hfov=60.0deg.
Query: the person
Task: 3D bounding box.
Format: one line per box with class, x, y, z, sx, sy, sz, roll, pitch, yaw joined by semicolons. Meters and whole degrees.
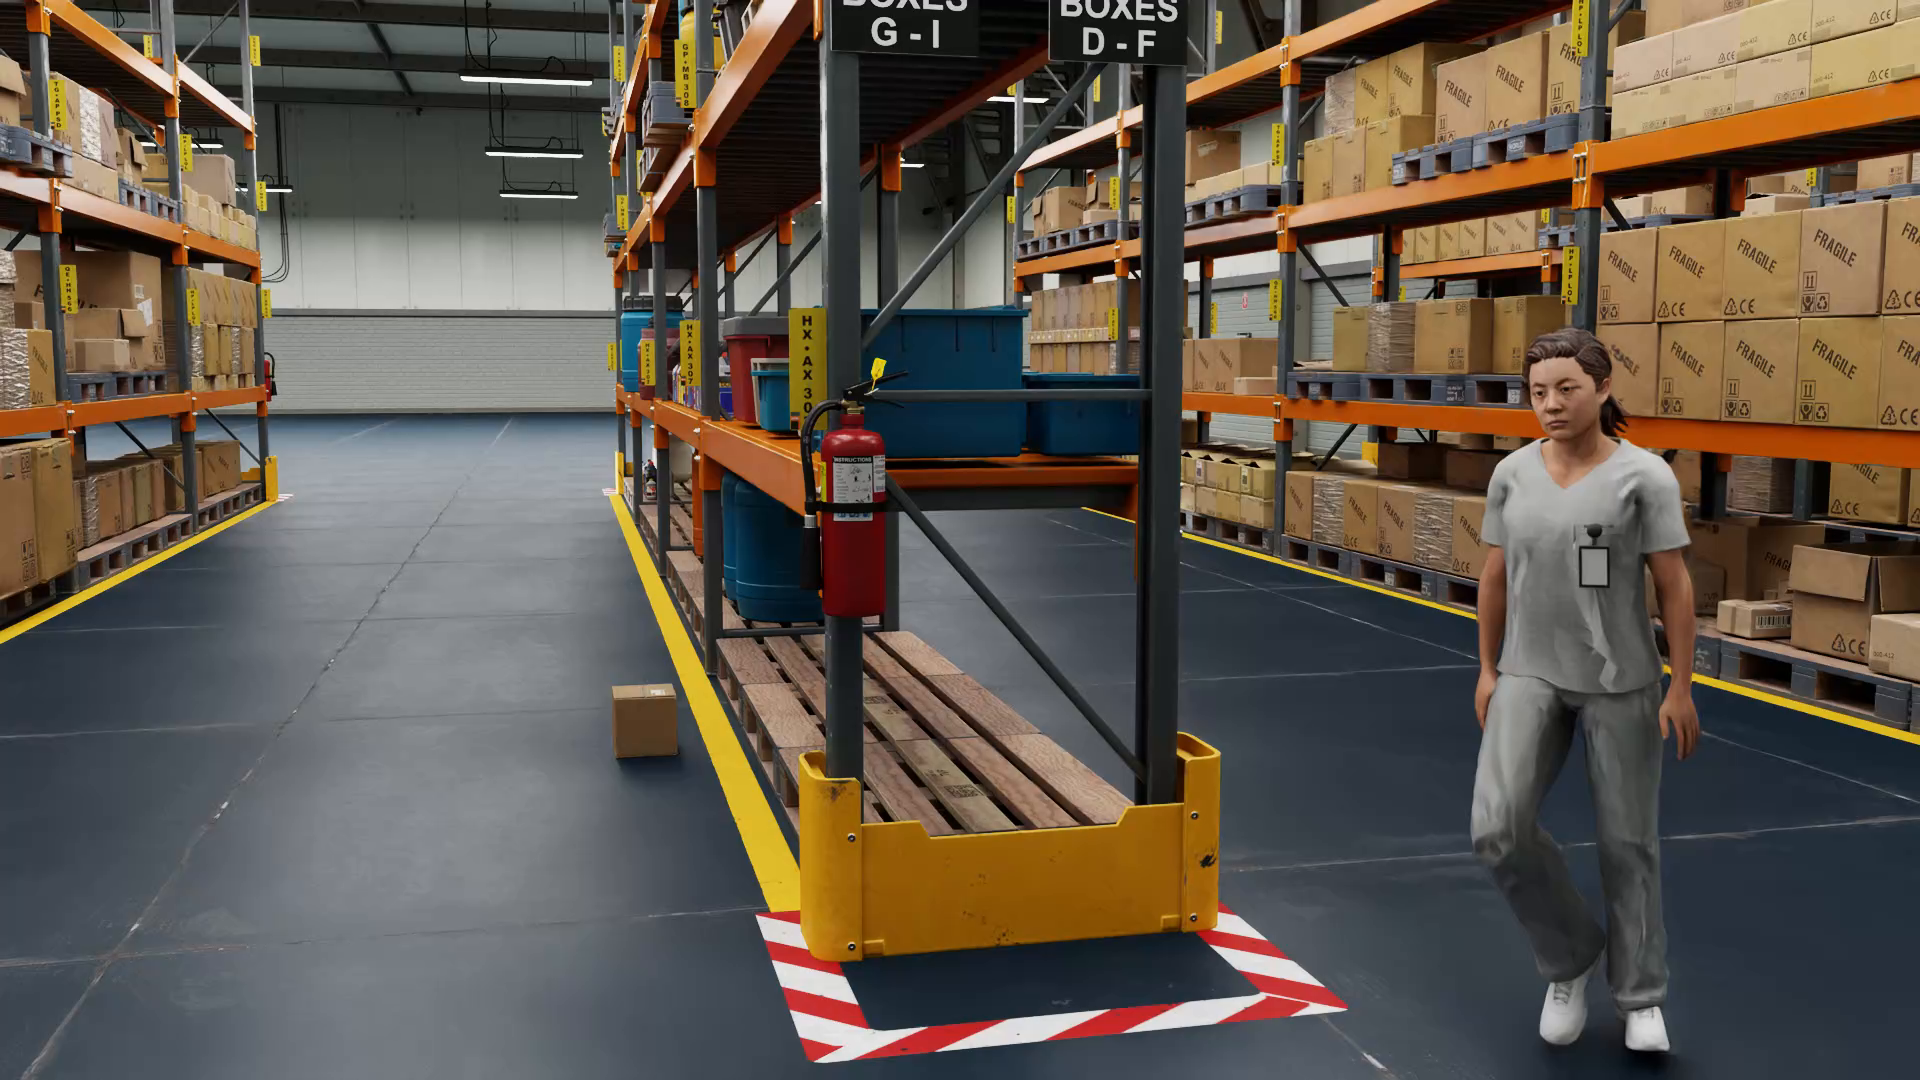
person;1.436;0.346;3.841;0.515;1.660;0.467;4;7;31
